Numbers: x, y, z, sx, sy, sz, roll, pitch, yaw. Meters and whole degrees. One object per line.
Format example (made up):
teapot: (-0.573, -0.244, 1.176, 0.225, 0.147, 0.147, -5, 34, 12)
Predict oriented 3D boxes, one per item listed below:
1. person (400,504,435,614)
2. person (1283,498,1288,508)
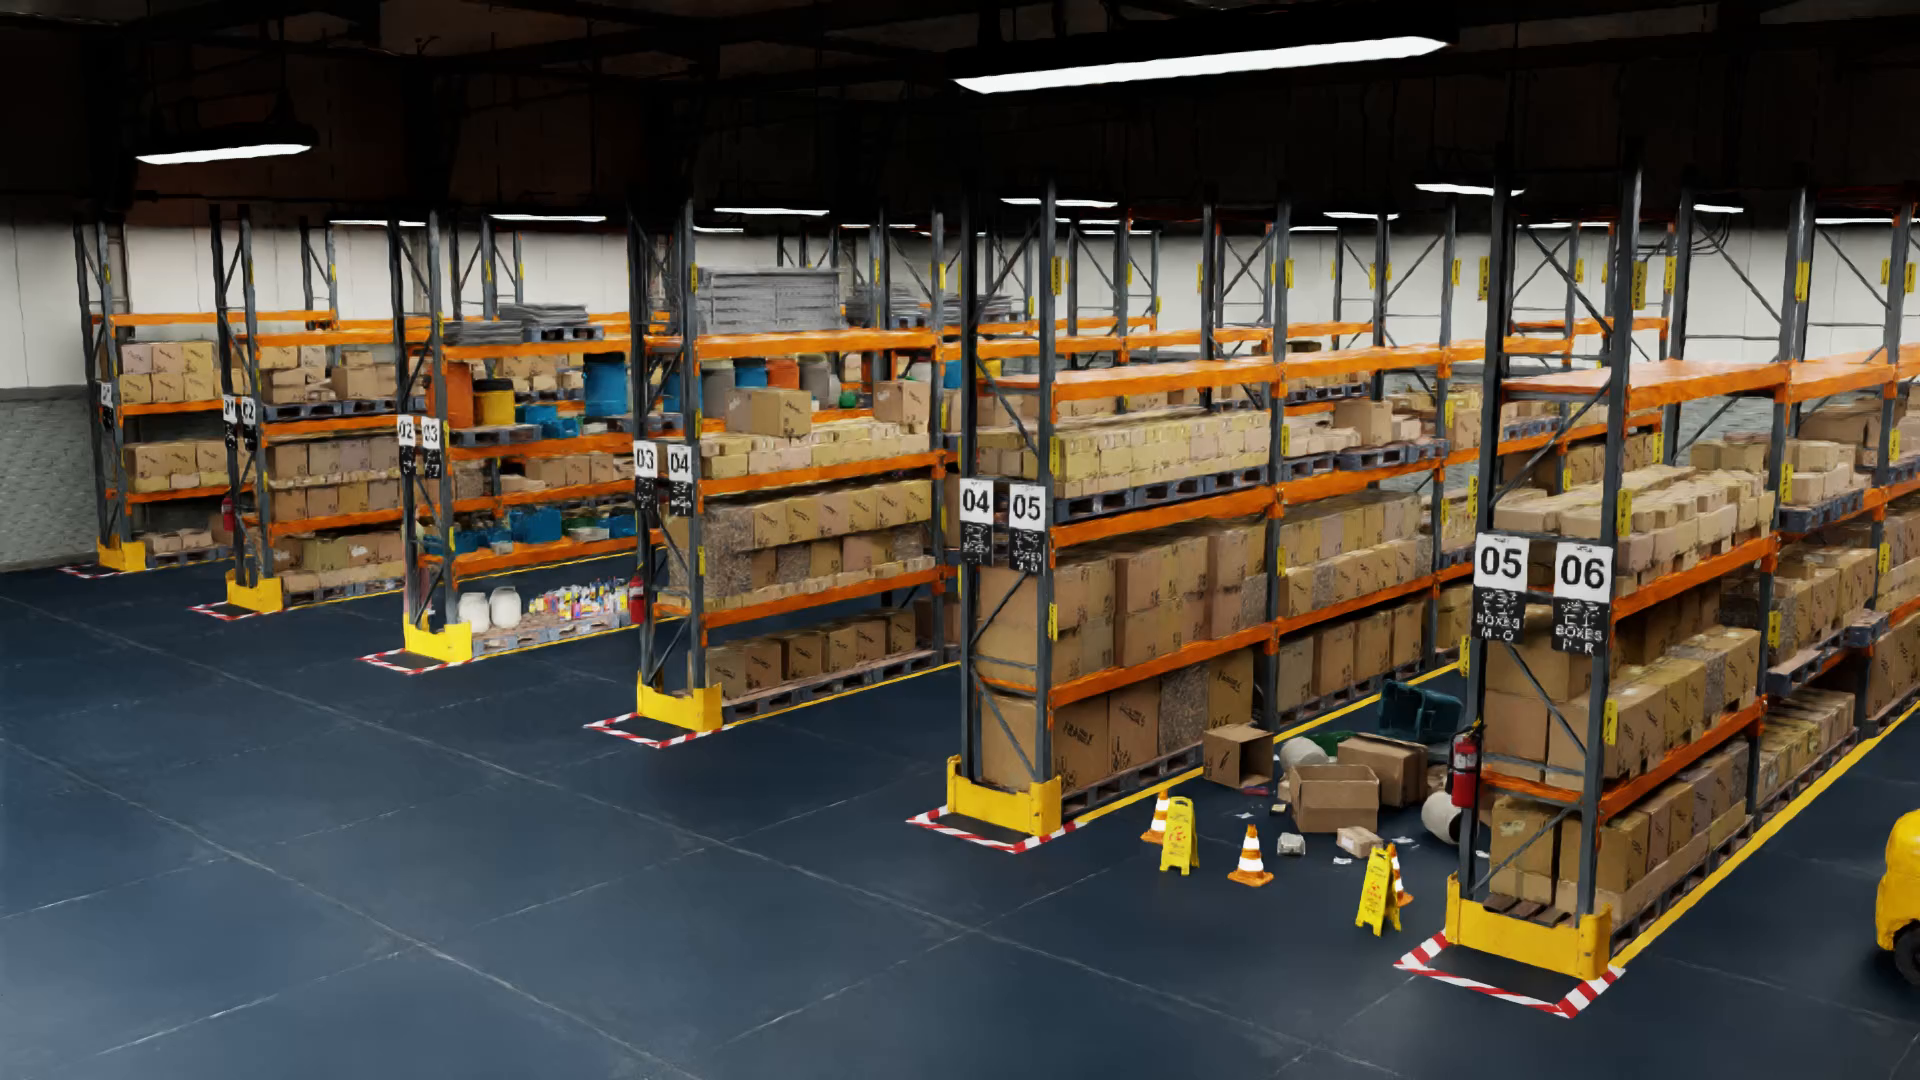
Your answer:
person: (-7.949, 0.294, 24.374, 0.426, 1.677, 0.508, 3, 10, 16)
person: (4.882, 0.125, 25.353, 0.577, 1.691, 1.121, 9, 13, 43)
